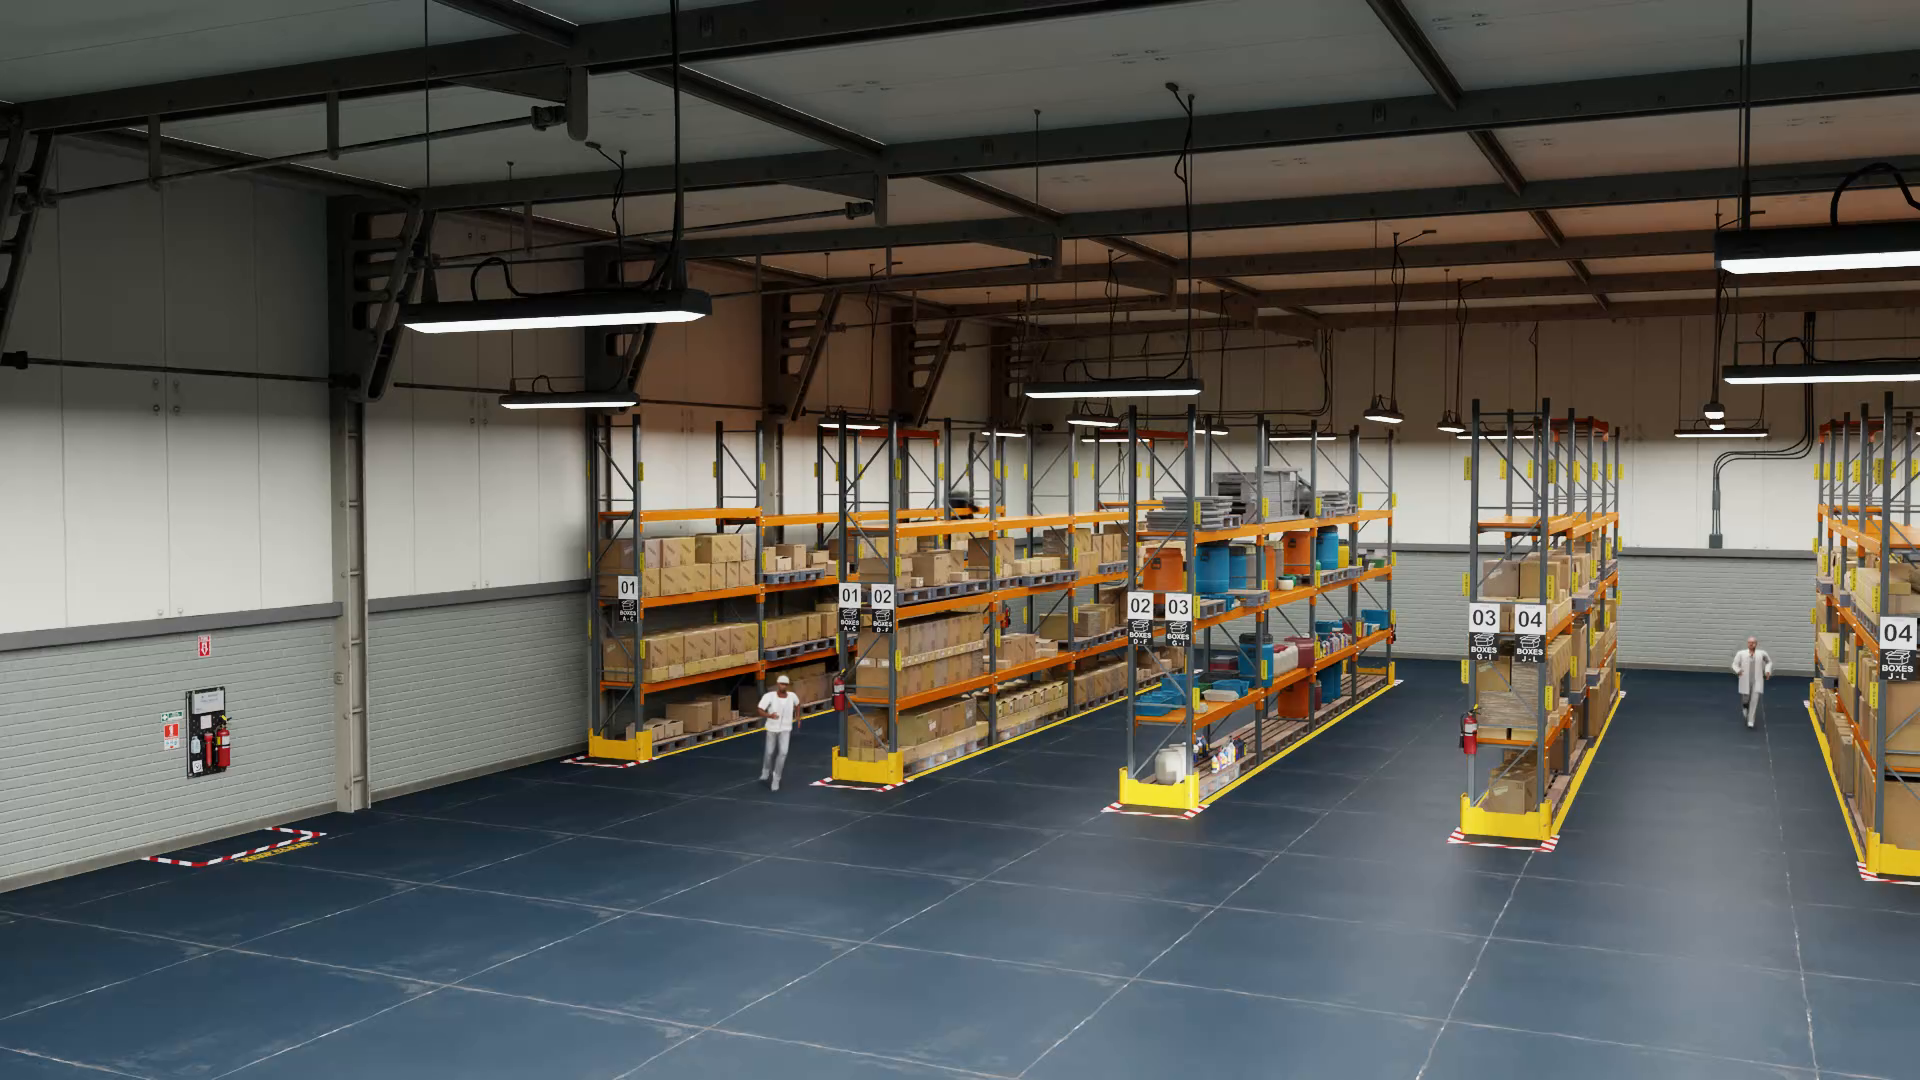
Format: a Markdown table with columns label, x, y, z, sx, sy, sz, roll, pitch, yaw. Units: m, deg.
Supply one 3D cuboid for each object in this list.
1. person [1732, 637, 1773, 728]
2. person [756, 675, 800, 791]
| label | x | y | z | sx | sy | sz | roll | pitch | yaw |
| --- | --- | --- | --- | --- | --- | --- | --- | --- | --- |
| person | 15.561 | 2.792 | 32.672 | 0.720 | 1.751 | 1.014 | 1 | 3 | 26 |
| person | -2.879 | 3.041 | 26.454 | 0.742 | 1.800 | 0.833 | -1 | 2 | -15 |
